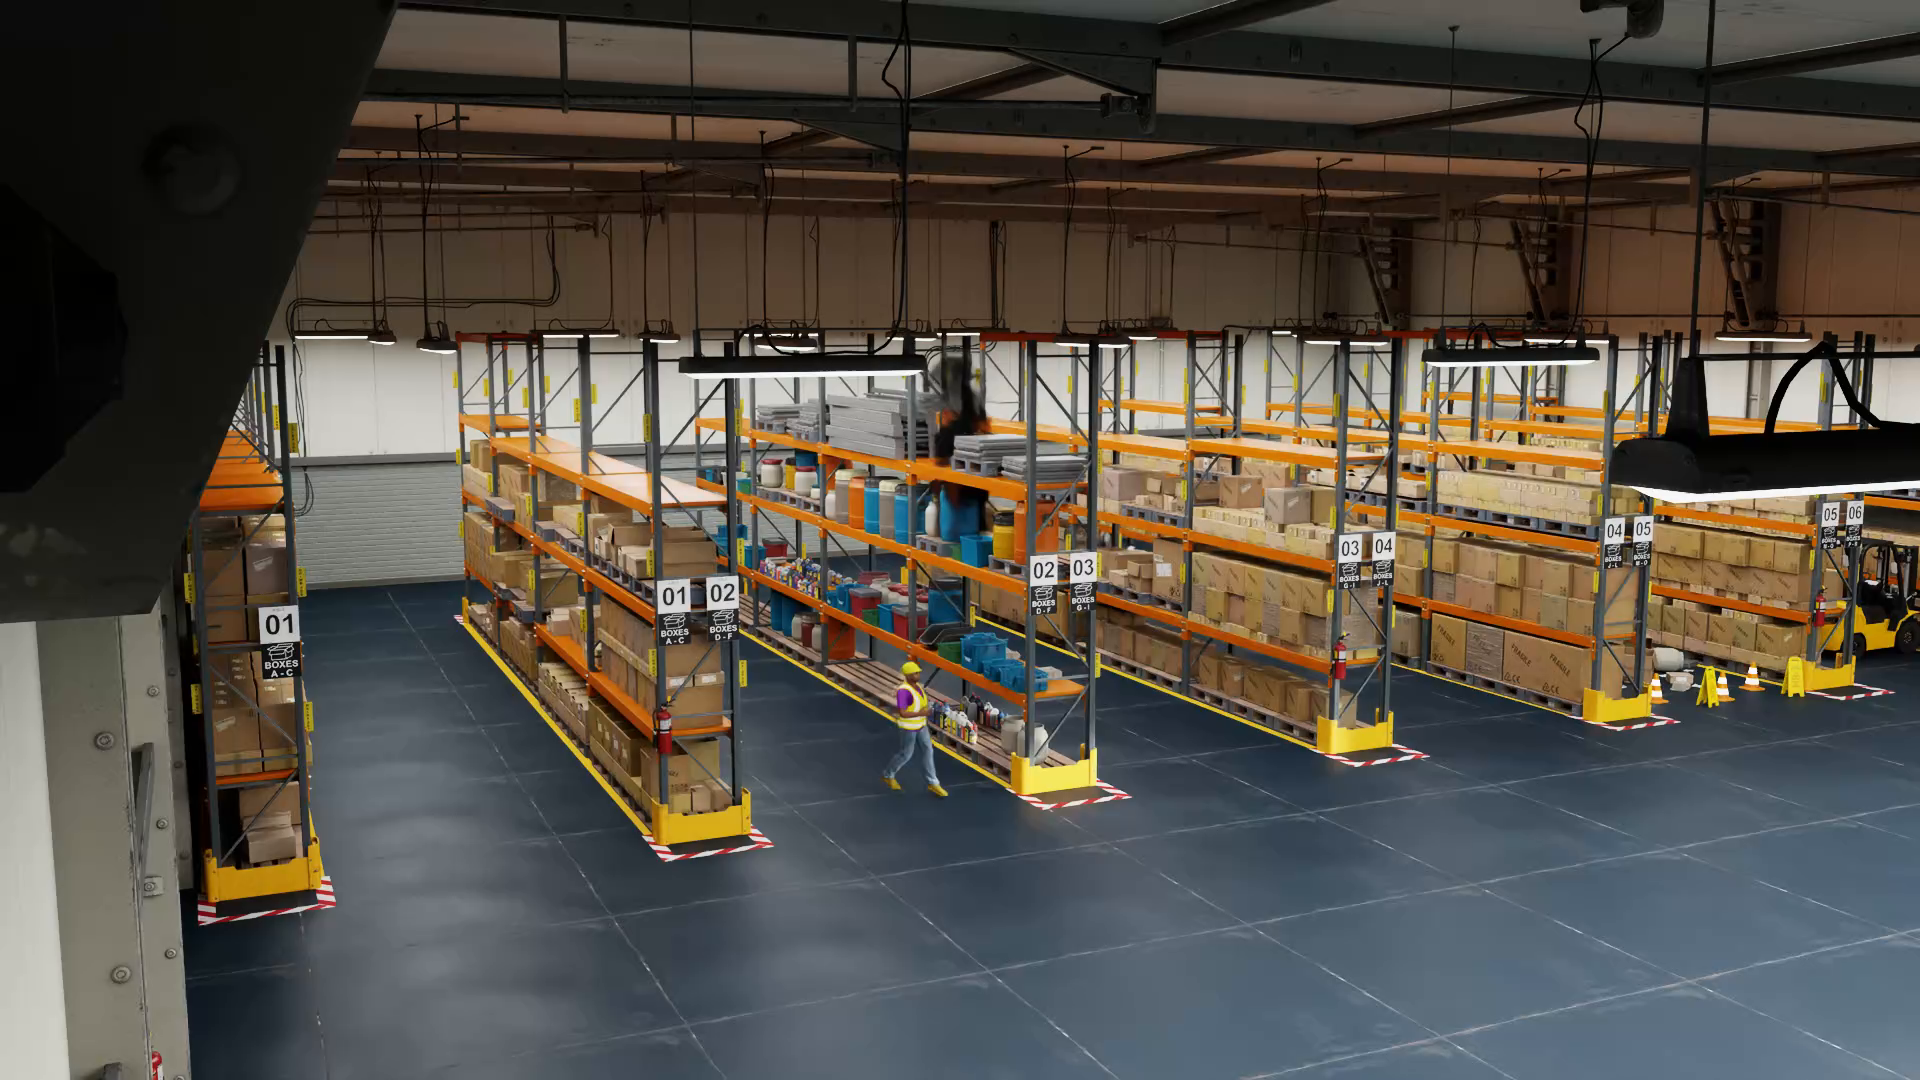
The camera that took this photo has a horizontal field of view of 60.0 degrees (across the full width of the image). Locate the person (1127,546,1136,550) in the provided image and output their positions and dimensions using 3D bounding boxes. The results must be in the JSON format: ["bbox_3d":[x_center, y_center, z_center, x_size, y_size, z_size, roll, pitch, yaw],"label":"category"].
[{"bbox_3d":[3.350,0.942,33.903,0.681,1.715,0.880,-4,9,-26],"label":"person"}]

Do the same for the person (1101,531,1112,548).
[{"bbox_3d":[3.812,-0.371,43.380,0.682,1.729,0.596,5,9,35],"label":"person"}]

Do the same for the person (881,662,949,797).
[{"bbox_3d":[-0.635,2.491,21.928,0.922,1.795,0.696,4,9,27],"label":"person"}]
